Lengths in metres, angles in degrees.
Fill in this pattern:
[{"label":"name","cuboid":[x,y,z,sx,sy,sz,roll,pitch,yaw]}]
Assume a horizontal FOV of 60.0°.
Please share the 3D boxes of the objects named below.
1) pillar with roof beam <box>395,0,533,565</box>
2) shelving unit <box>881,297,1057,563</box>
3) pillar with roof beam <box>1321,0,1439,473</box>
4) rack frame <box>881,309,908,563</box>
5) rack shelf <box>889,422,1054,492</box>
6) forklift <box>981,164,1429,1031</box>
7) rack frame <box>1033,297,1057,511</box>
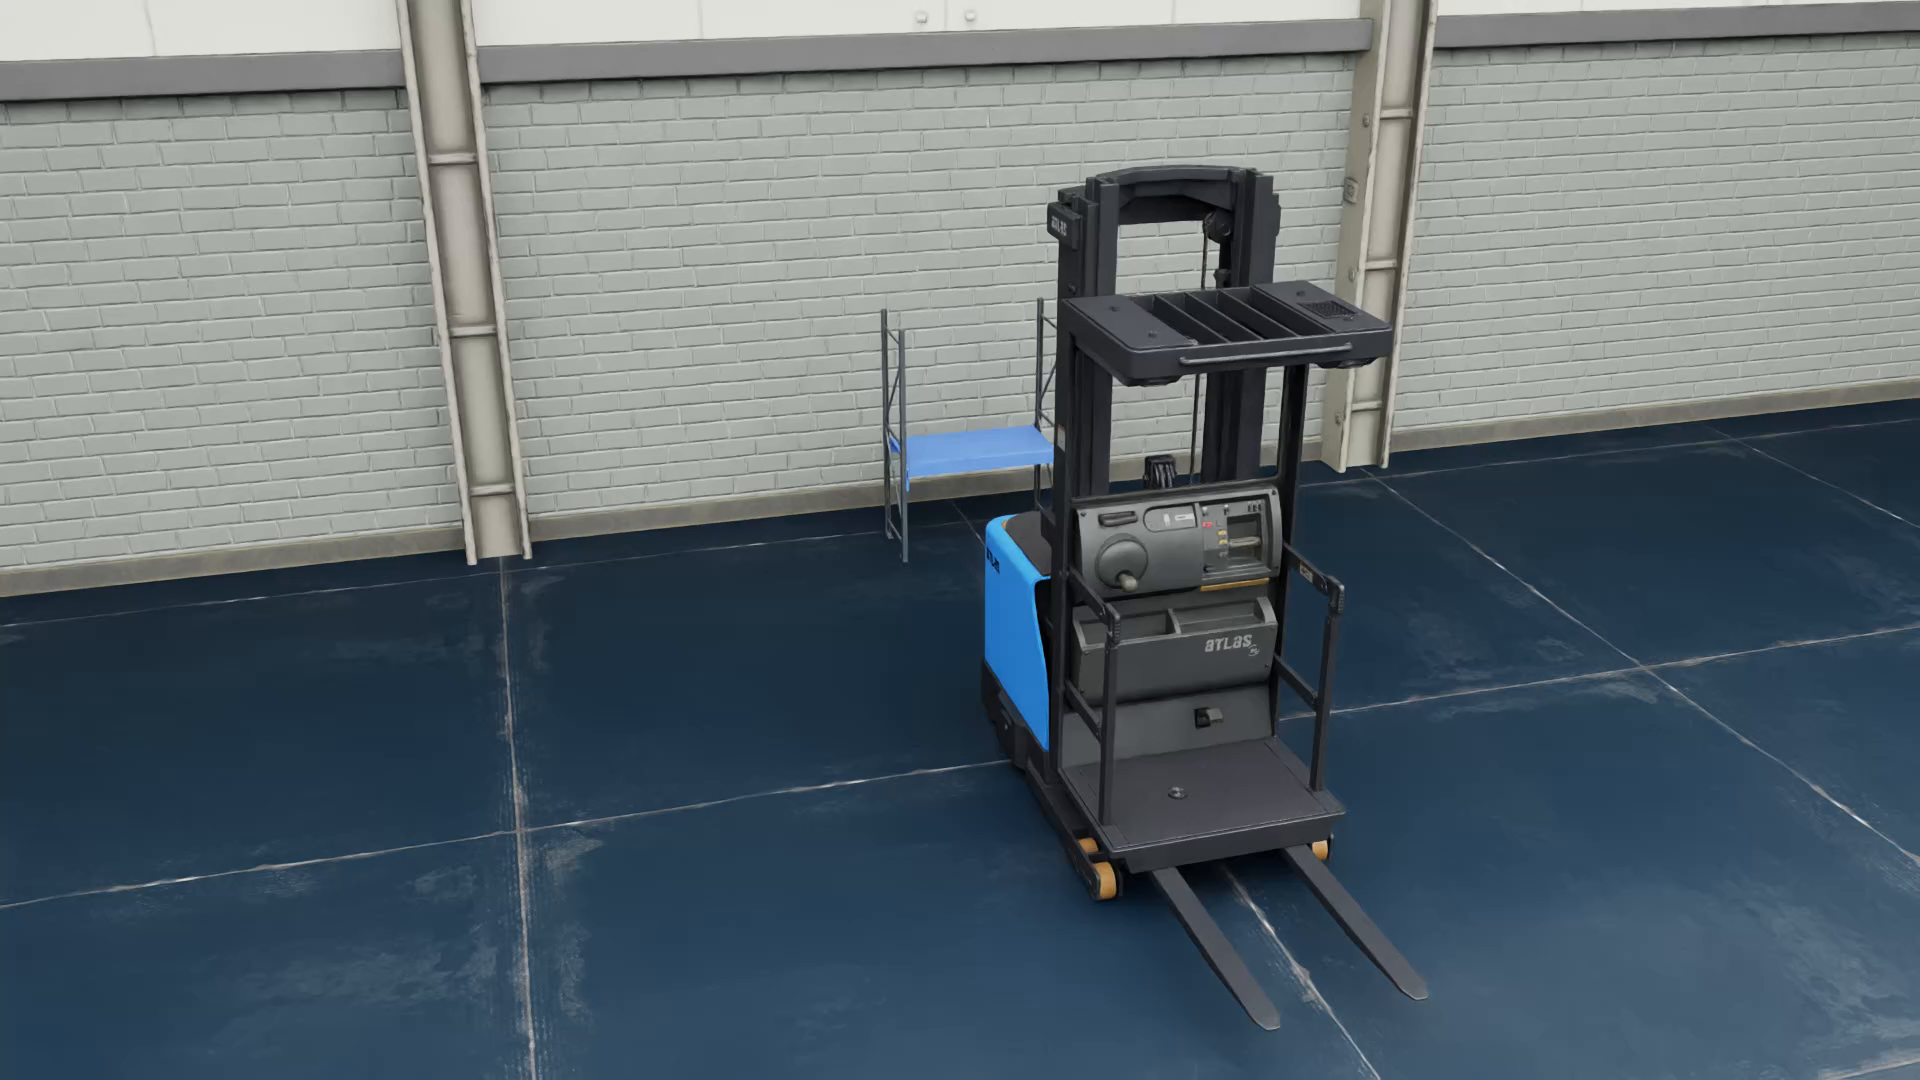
[{"label":"pillar with roof beam","cuboid":[-1.762,-2.422,4.983,0.400,9.000,9.100,-6,24,-14]},{"label":"shelving unit","cuboid":[0.082,-0.698,10.475,1.048,1.500,0.538,-6,24,-14]},{"label":"pillar with roof beam","cuboid":[4.015,-3.061,6.472,0.400,9.000,9.100,-6,24,-14]},{"label":"rack frame","cuboid":[-0.407,-0.644,10.349,0.032,1.500,0.500,-6,24,-14]},{"label":"rack shelf","cuboid":[0.082,-0.533,10.546,1.000,0.185,0.538,-6,24,-14]},{"label":"forklift","cuboid":[1.011,0.028,6.968,1.130,2.935,3.031,-7,24,-15]},{"label":"rack frame","cuboid":[0.572,-0.752,10.602,0.032,1.500,0.500,-6,24,-14]}]
